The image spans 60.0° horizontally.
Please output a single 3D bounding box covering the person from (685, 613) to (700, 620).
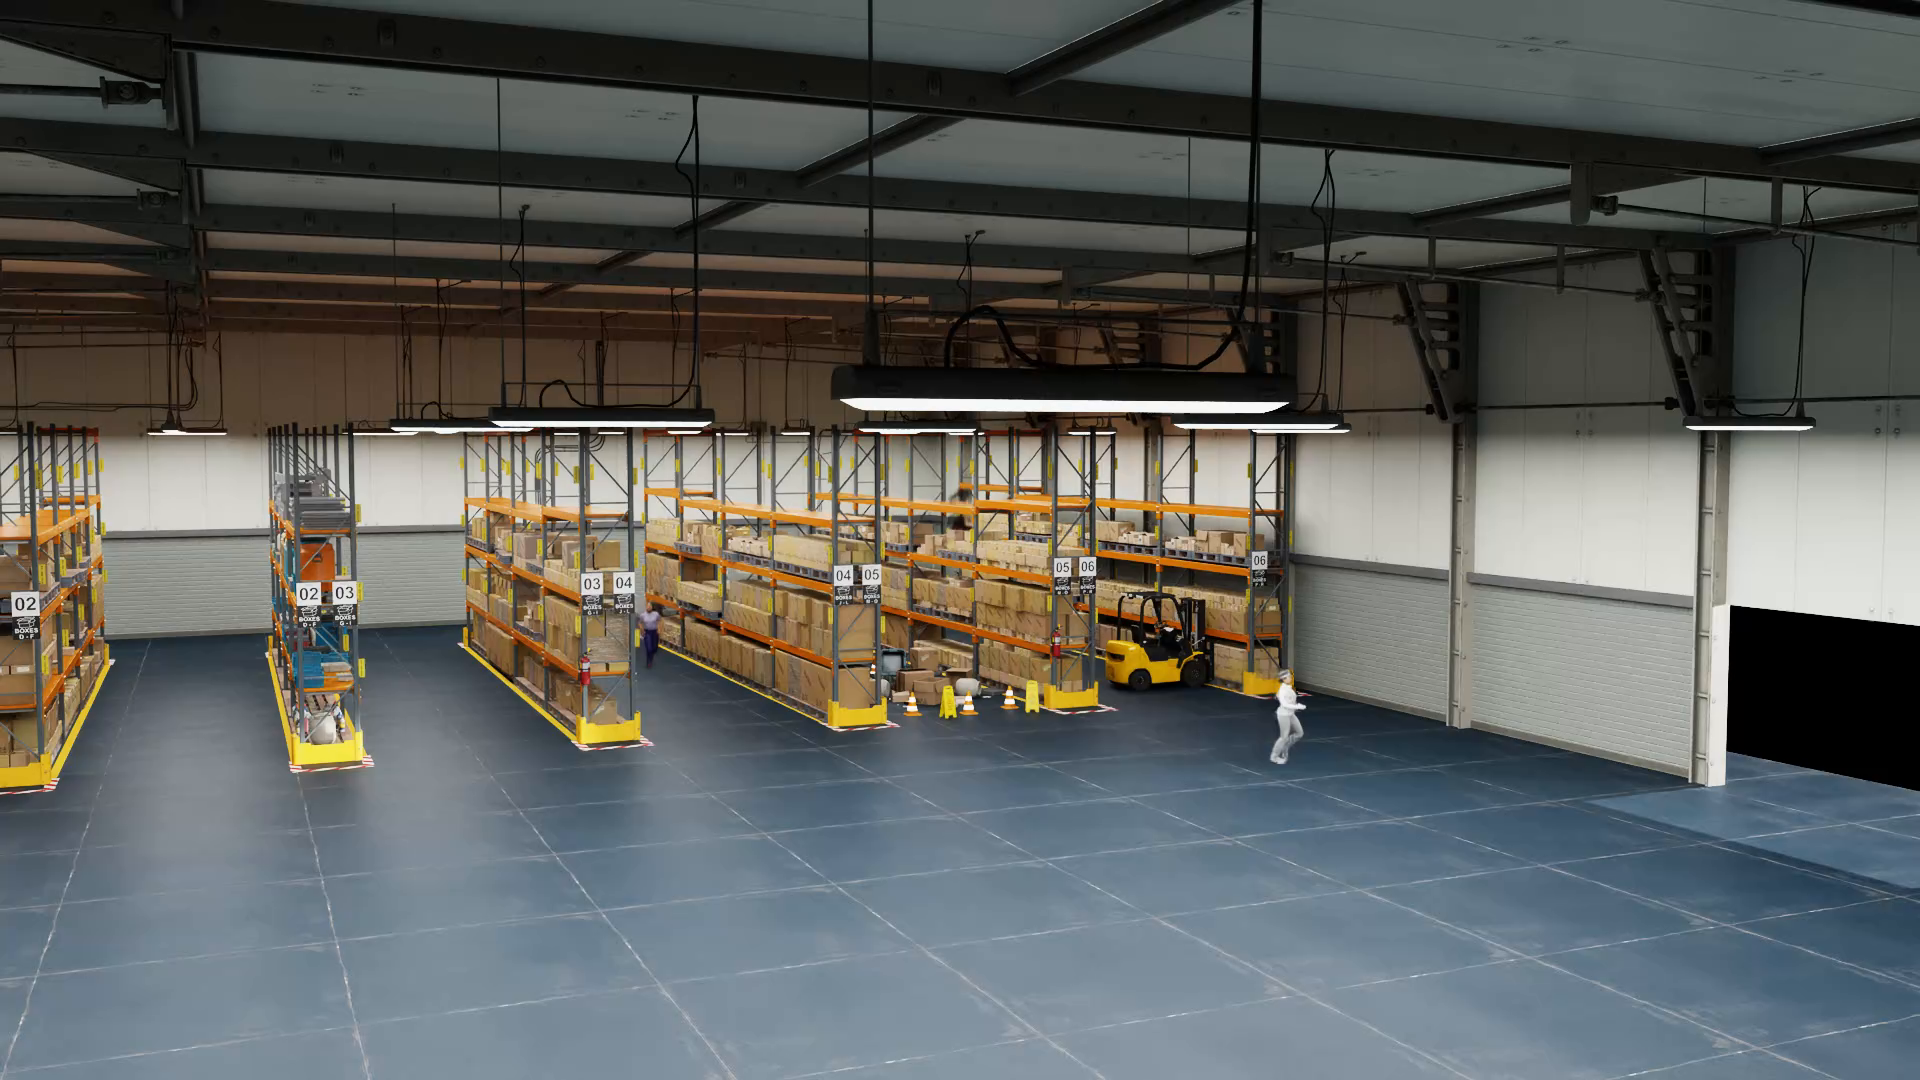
[{"bbox_3d":[-7.945,1.831,49.608,0.719,1.728,0.665,-2,4,-25],"label":"person"}]

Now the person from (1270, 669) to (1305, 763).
[{"bbox_3d":[5.773,3.091,29.219,0.619,1.660,0.590,2,4,27],"label":"person"}]

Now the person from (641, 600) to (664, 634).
[{"bbox_3d":[-8.896,1.859,48.783,0.843,1.813,0.673,-2,4,-32],"label":"person"}]

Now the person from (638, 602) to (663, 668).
[{"bbox_3d":[-7.794,2.385,41.850,0.619,1.616,0.620,-1,4,-17],"label":"person"}]
